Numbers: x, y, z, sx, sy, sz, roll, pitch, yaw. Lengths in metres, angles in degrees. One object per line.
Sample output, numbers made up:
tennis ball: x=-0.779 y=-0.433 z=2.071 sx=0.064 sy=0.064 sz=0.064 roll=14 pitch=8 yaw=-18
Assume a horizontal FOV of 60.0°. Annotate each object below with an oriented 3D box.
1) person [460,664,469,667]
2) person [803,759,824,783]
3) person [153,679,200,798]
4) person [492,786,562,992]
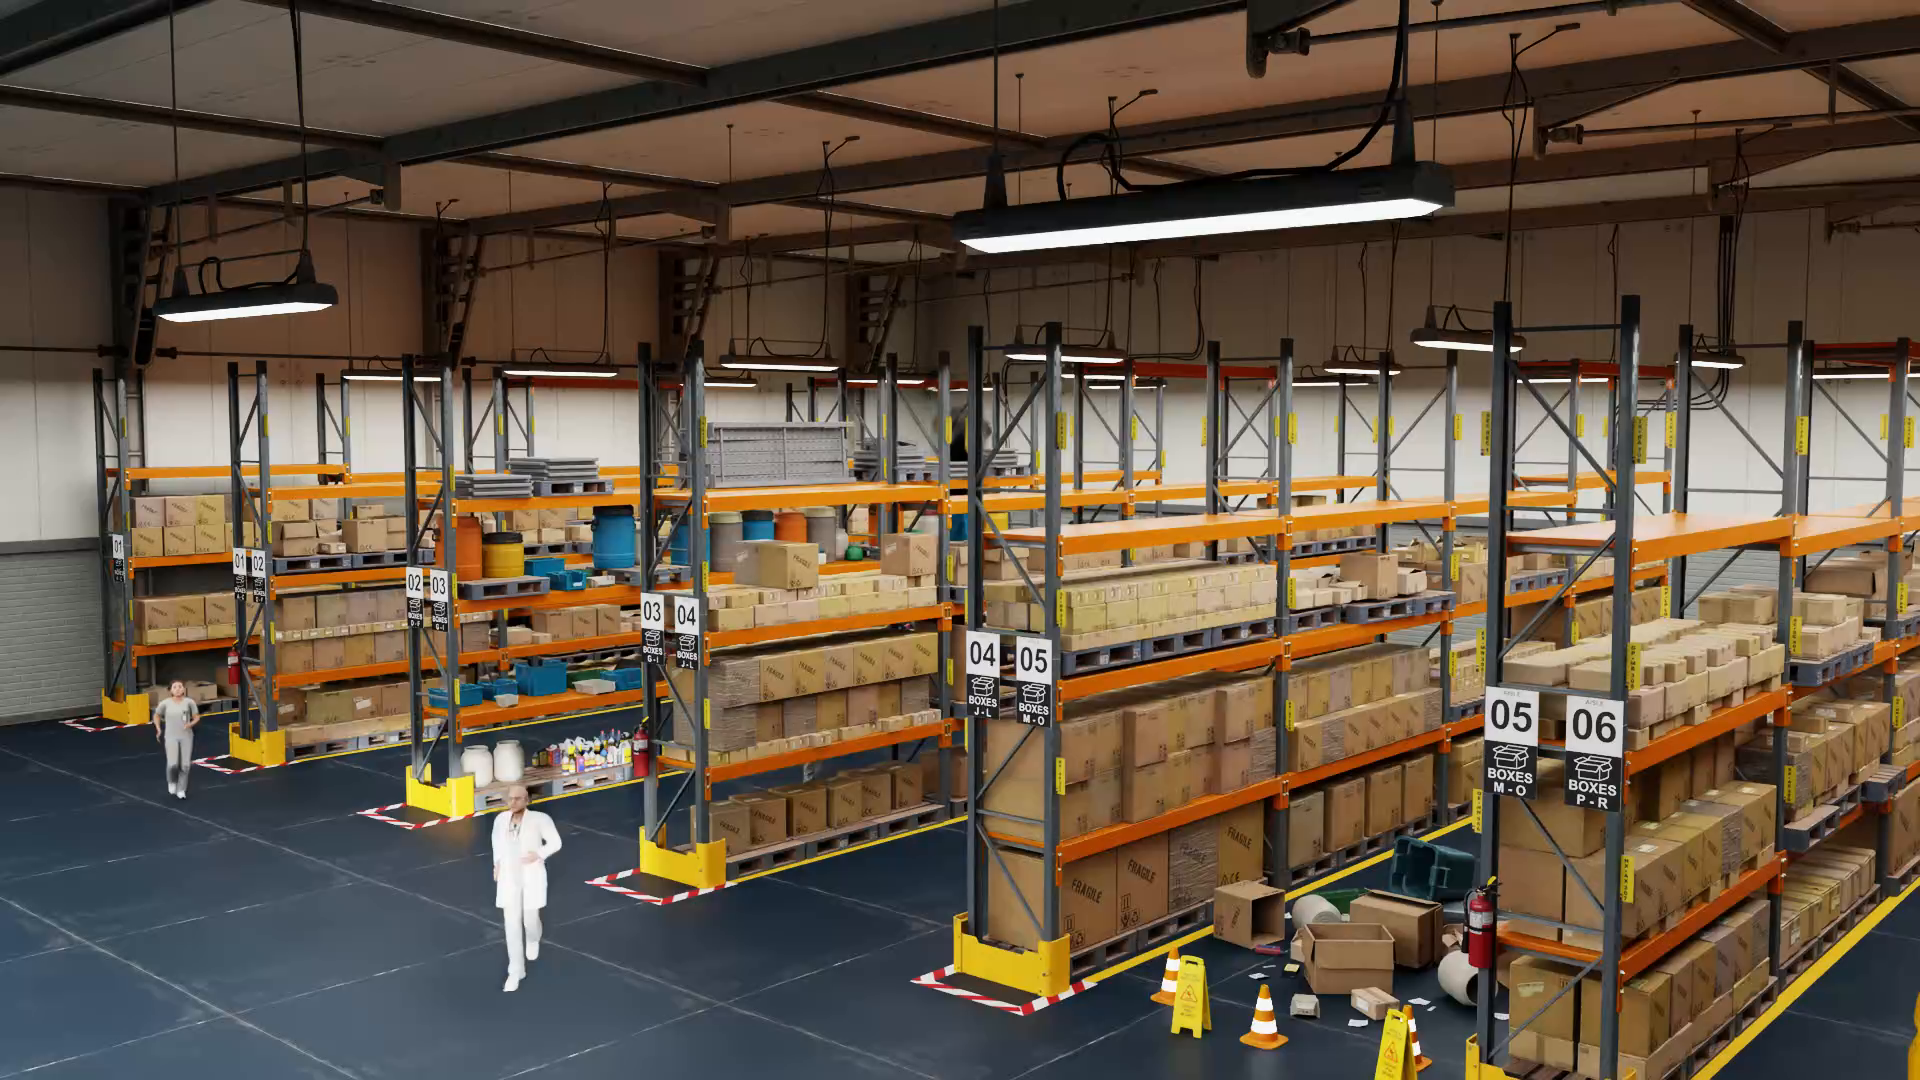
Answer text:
person: x=-8.877 y=2.189 z=29.345 sx=0.571 sy=1.660 sz=0.665 roll=3 pitch=5 yaw=39
person: x=-2.029 y=2.608 z=23.003 sx=0.681 sy=1.748 sz=0.735 roll=2 pitch=5 yaw=28
person: x=-10.562 y=2.692 z=22.451 sx=0.558 sy=1.630 sz=0.564 roll=-2 pitch=5 yaw=-29
person: x=-4.018 y=3.149 z=15.354 sx=0.693 sy=1.792 sz=0.972 roll=0 pitch=4 yaw=-1
